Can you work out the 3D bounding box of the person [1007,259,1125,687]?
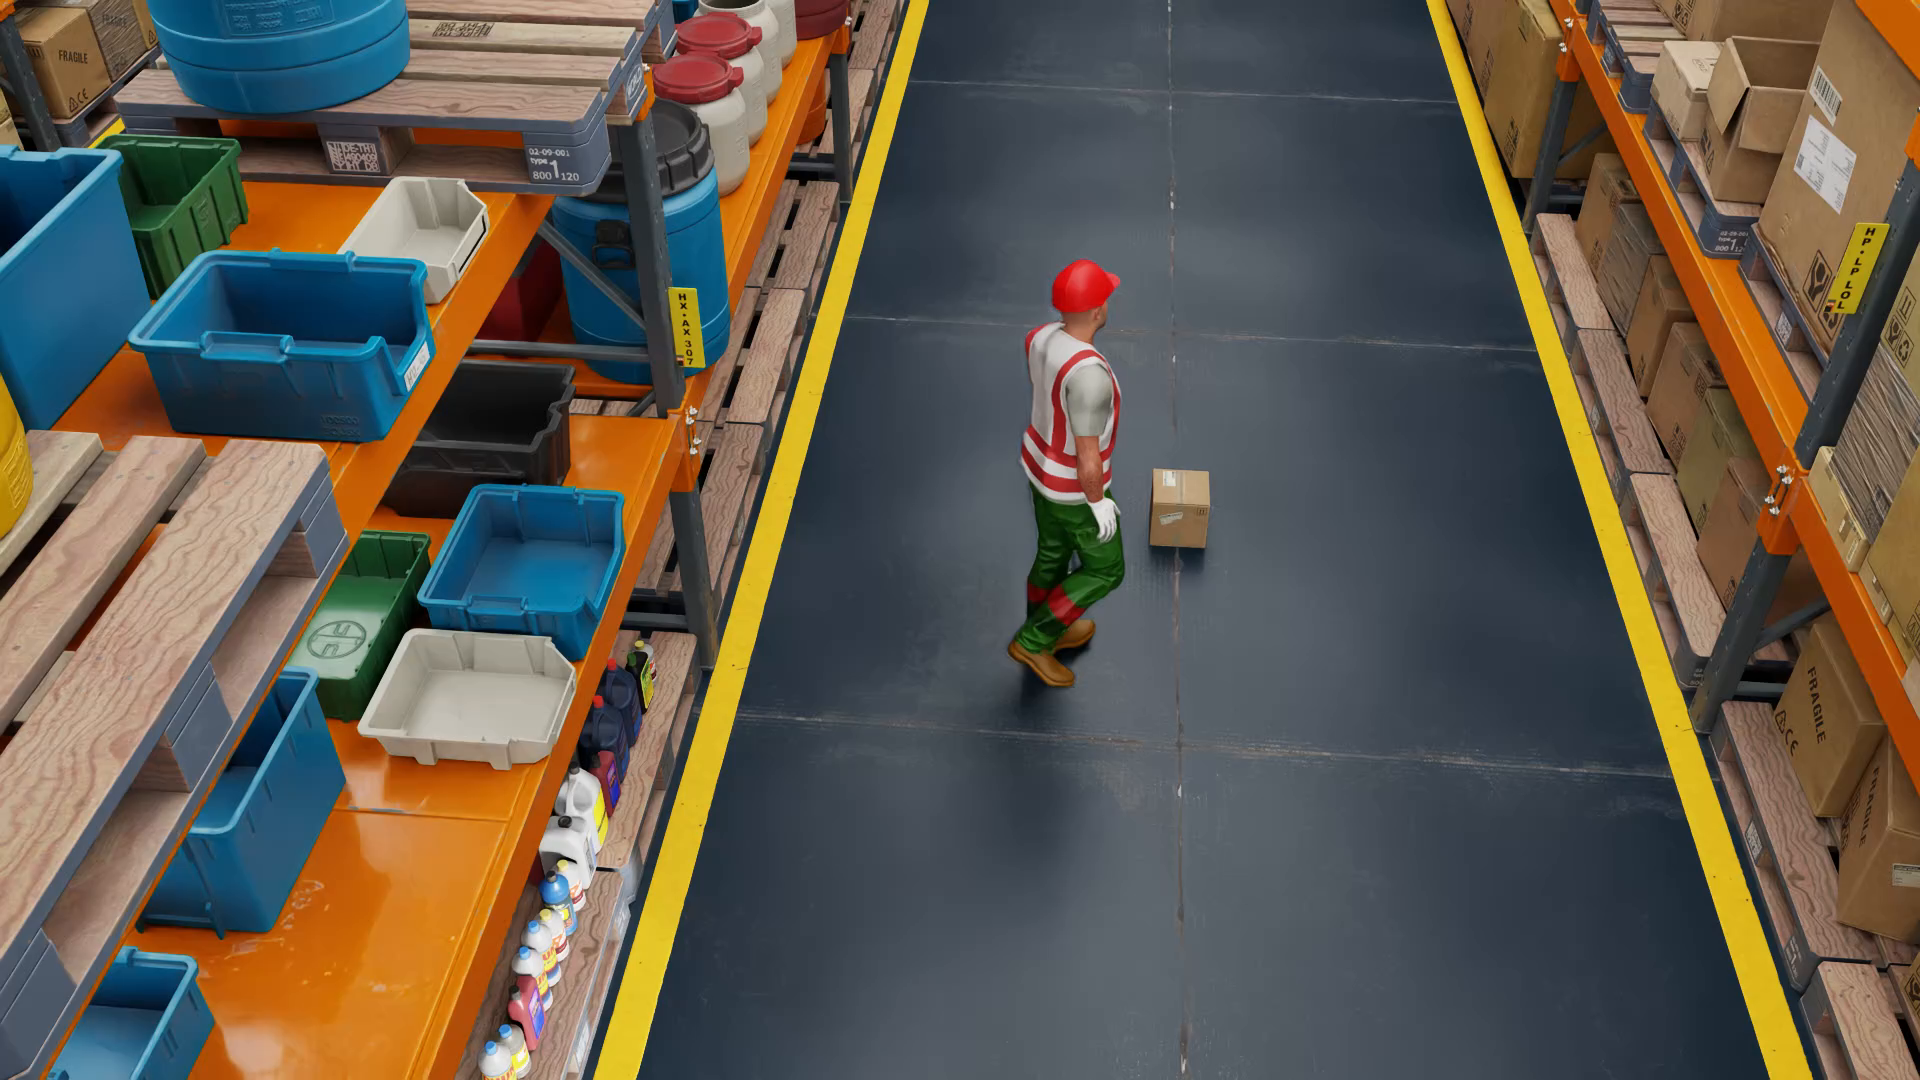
[{"bbox_3d":[0.379,-0.225,6.390,0.493,1.786,0.596,-13,41,-15],"label":"person"}]
